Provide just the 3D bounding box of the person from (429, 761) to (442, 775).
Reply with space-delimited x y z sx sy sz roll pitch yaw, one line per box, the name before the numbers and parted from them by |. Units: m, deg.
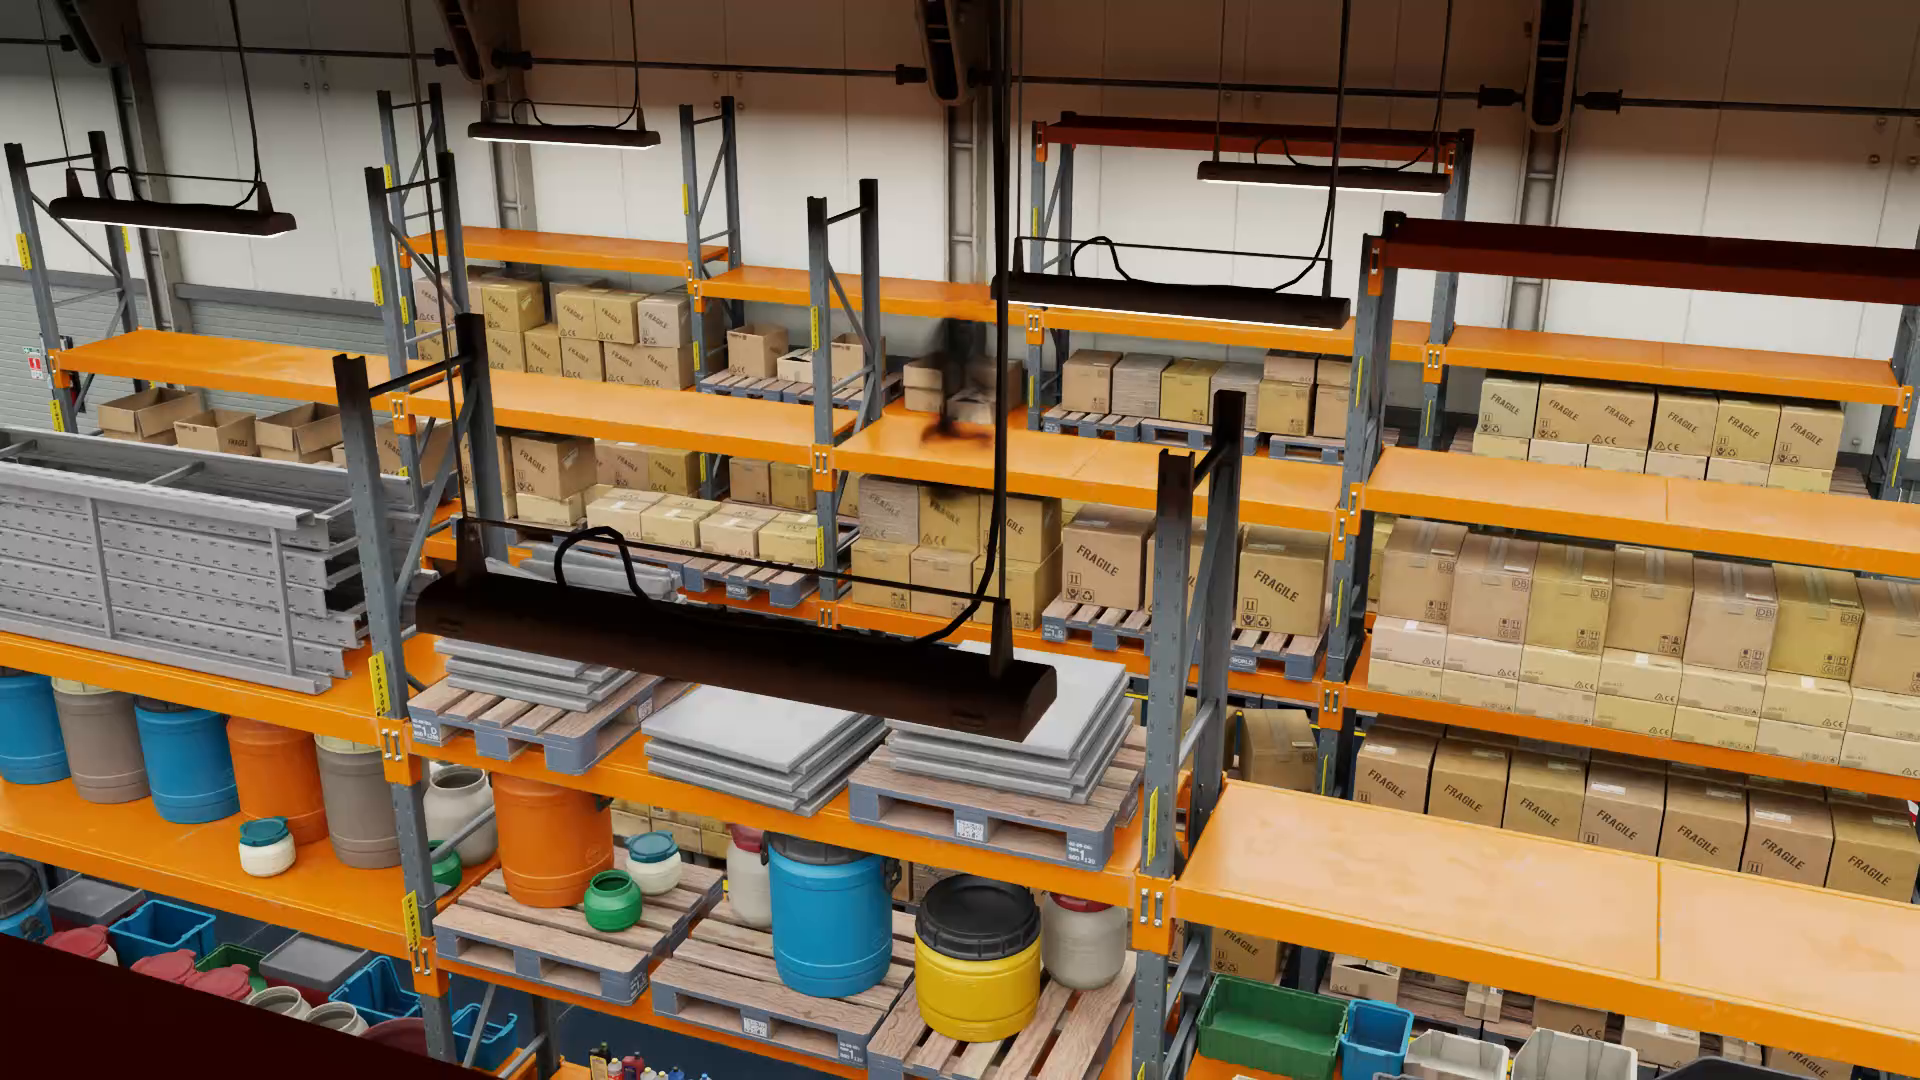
person | -4.428 2.454 13.451 0.906 1.844 0.691 5 21 14
